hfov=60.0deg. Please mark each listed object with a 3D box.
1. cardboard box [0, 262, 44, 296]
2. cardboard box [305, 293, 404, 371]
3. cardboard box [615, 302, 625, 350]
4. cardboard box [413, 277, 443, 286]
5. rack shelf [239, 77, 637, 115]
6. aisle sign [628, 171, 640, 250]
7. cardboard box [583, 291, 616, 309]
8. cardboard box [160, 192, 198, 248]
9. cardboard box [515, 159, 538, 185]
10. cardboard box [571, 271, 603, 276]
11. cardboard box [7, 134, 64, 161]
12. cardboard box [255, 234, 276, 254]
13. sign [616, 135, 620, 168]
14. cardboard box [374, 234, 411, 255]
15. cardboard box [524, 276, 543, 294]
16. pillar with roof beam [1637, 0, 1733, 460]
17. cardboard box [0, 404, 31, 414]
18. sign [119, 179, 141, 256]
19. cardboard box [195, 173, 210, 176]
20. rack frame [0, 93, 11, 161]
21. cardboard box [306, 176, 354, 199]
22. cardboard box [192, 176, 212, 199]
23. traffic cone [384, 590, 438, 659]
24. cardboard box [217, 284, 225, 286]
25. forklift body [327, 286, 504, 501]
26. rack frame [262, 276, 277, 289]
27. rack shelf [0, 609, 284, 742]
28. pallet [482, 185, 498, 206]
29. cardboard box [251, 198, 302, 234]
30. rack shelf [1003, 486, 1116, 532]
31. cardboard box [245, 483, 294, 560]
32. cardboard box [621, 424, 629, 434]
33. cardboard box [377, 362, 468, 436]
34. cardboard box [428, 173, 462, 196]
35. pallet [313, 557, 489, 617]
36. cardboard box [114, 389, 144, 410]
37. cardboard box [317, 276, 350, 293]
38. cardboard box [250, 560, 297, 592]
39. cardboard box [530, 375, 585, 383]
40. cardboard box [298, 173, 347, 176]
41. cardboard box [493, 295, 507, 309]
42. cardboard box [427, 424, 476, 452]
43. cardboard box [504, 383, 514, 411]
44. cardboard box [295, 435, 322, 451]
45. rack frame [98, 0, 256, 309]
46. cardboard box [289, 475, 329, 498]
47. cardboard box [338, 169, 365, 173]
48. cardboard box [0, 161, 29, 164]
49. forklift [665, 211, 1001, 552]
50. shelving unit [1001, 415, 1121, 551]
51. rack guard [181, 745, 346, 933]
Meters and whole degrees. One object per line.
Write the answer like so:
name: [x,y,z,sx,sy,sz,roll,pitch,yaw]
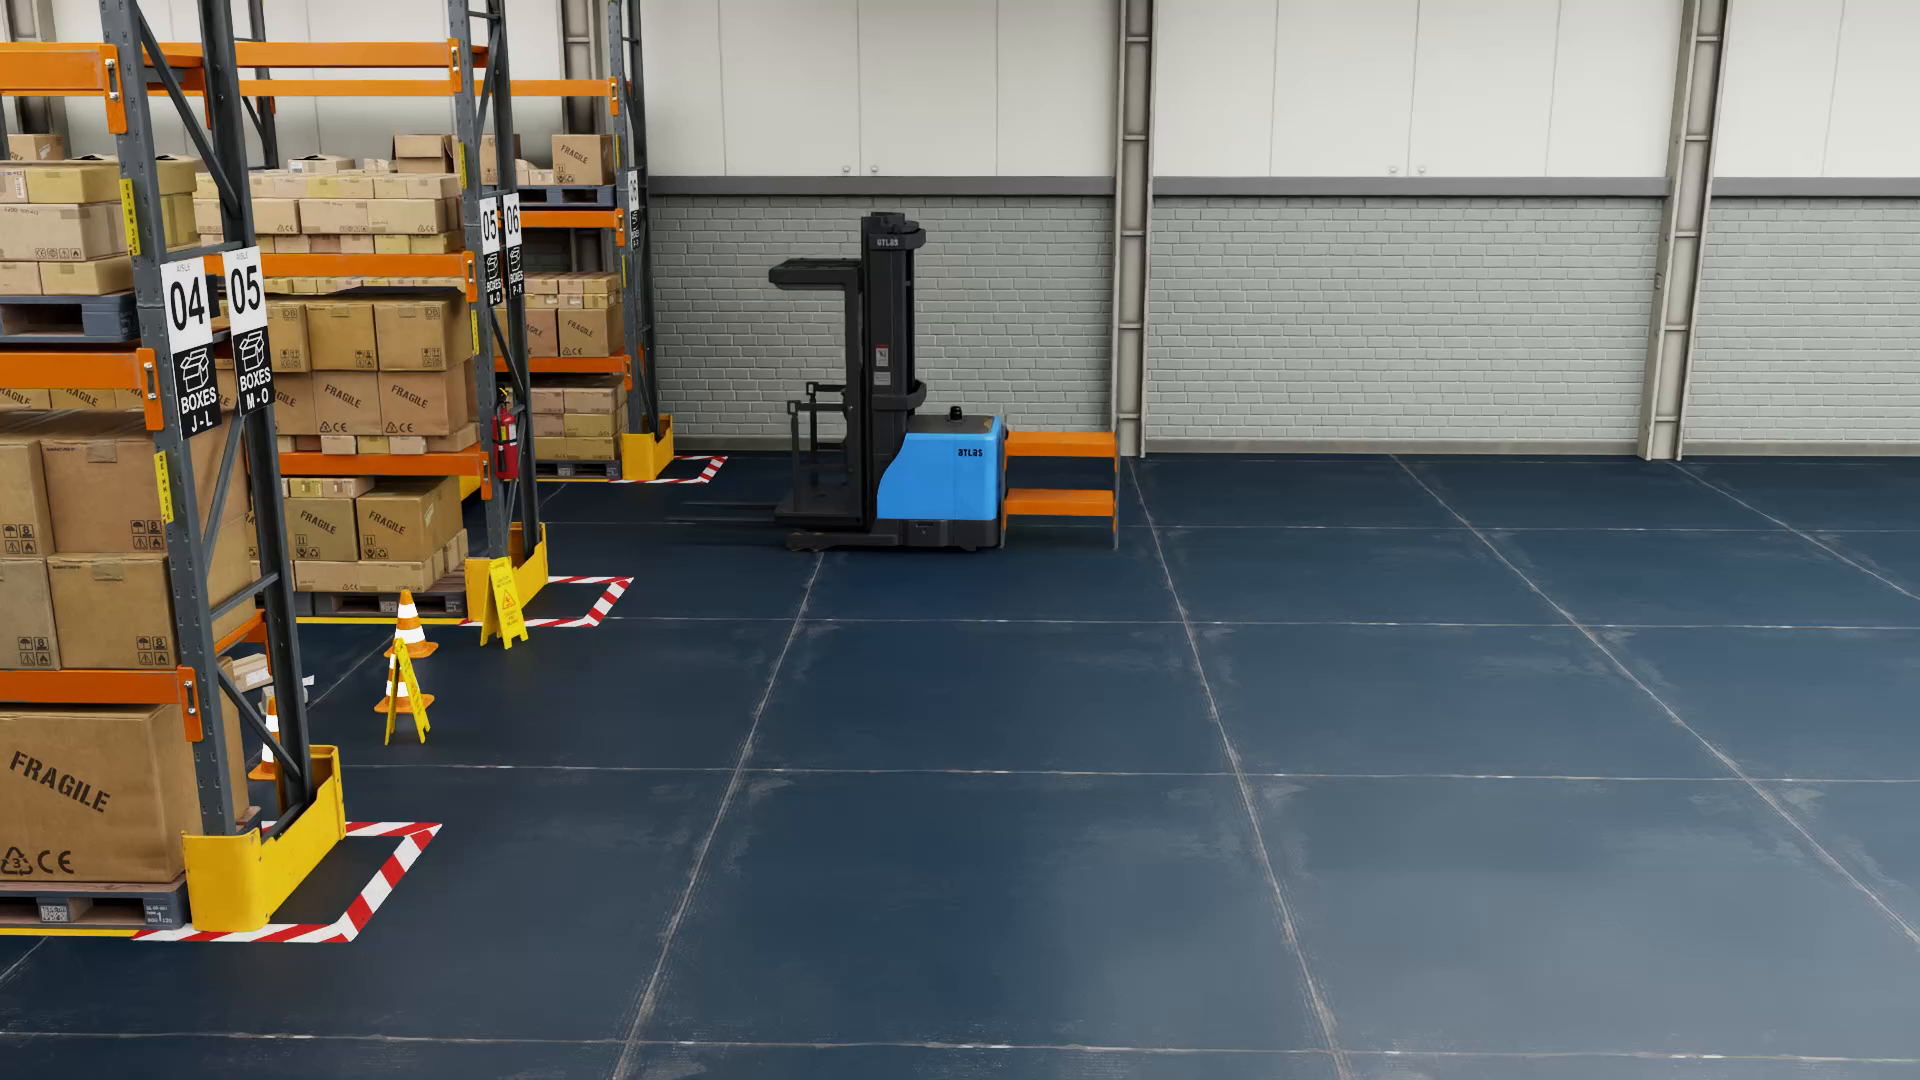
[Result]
cardboard box: [-4.170,-1.198,7.506,0.250,0.149,0.380,0,15,2]
cardboard box: [-4.574,-1.592,12.665,0.500,0.500,0.700,1,15,2]
cardboard box: [-3.917,-2.352,18.088,0.500,0.500,0.500,1,15,3]
cardboard box: [-5.577,-2.698,17.547,0.250,0.149,0.380,0,15,2]
rack shelf: [-5.428,-4.602,17.247,4.000,0.370,1.077,0,15,1]
aisle sign: [-3.370,-3.411,17.203,0.004,0.787,0.394,0,15,1]
cardboard box: [-3.782,-2.522,17.462,0.250,0.149,0.380,1,15,2]
cardboard box: [-4.053,-1.542,8.027,0.500,0.250,0.500,0,15,1]
cardboard box: [-4.518,-3.796,17.121,0.258,0.266,0.396,0,15,2]
cardboard box: [-4.023,-2.810,17.968,0.250,0.149,0.380,1,15,3]
cardboard box: [-9.690,-3.958,17.277,0.500,0.500,0.500,1,15,3]
cardboard box: [-5.195,-2.239,12.469,0.250,0.149,0.380,0,15,0]
sign: [-3.456,-3.931,16.810,0.005,0.325,0.100,0,15,1]
cardboard box: [-4.165,-2.217,12.384,0.250,0.149,0.380,0,15,2]
cardboard box: [-4.549,-2.693,17.526,0.250,0.149,0.380,0,15,2]
pillar with roof beam: [7.785,-4.188,13.486,0.400,9.000,9.100,0,15,1]
cardboard box: [-5.055,-0.326,8.194,0.550,0.550,0.875,0,15,1]
sign: [-3.605,-1.402,7.225,0.005,0.325,0.100,0,15,1]
cardboard box: [-5.929,-2.766,12.905,0.250,0.149,0.380,1,15,2]
rack frame: [-7.550,-3.890,12.356,0.127,3.000,1.000,0,15,1]
cardboard box: [-4.662,-2.628,12.381,0.250,0.149,0.380,0,15,2]
cardboard box: [-5.688,-2.630,12.387,0.250,0.149,0.380,1,15,3]
traffic cone: [-4.014,0.589,12.109,0.334,0.463,0.336,0,15,1]
cardboard box: [-8.040,-2.690,18.097,0.250,0.149,0.380,0,15,0]
forklift body: [-5.371,-1.366,16.212,1.214,2.155,2.313,0,15,1]
rack frame: [-7.427,-2.255,17.919,0.127,3.000,1.000,0,15,1]
rack shelf: [-5.576,0.634,8.376,4.000,0.370,1.077,0,15,1]
pallet: [-5.357,-3.655,17.519,1.213,0.211,1.003,0,15,1]
cardboard box: [-5.092,-2.426,12.395,0.500,0.250,0.500,1,15,3]
rack shelf: [0.907,-0.285,15.082,1.000,0.278,0.538,1,15,4]
cardboard box: [-5.385,-0.146,13.020,0.500,0.500,0.500,0,15,0]
cardboard box: [-3.915,-1.156,18.318,0.500,0.250,0.500,0,15,2]
cardboard box: [-4.101,-1.089,12.718,0.500,0.500,0.500,0,15,0]
cardboard box: [-3.902,-2.732,12.776,0.250,0.149,0.380,0,15,1]
pallet: [-4.439,0.370,13.434,1.213,0.211,1.003,0,15,1]
cardboard box: [-6.114,-1.104,12.775,0.500,0.500,0.500,0,15,1]
cardboard box: [-6.597,-2.706,17.574,0.250,0.149,0.380,0,15,0]
cardboard box: [-5.407,0.219,13.107,0.500,0.250,0.500,0,15,-1]
cardboard box: [-4.404,-1.640,18.193,0.500,0.250,0.500,0,15,2]
cardboard box: [-4.901,-2.745,12.824,0.250,0.149,0.380,0,15,1]
cardboard box: [-4.812,-2.528,17.484,0.250,0.149,0.380,0,15,0]
cardboard box: [-3.931,-0.790,12.857,0.250,0.149,0.380,1,15,3]
cardboard box: [-4.912,-1.512,17.709,0.500,0.250,0.500,1,15,2]
cardboard box: [-4.953,-0.802,12.902,0.250,0.149,0.380,1,15,2]
rack frame: [-3.577,-2.601,7.470,0.127,3.000,1.000,0,15,1]
cardboard box: [-4.979,-0.440,12.862,0.250,0.149,0.380,1,15,2]
cardboard box: [-6.218,-3.750,17.178,0.250,0.149,0.380,1,15,3]
cardboard box: [-4.662,-1.755,8.052,0.250,0.149,0.380,1,15,2]
forklift: [-1.150,-1.447,14.990,3.031,2.935,1.130,1,15,4]
shelving unit: [0.907,-0.521,15.020,1.048,1.125,0.538,1,15,4]
rack guard: [-3.553,1.508,8.553,0.348,0.500,1.175,0,15,1]
